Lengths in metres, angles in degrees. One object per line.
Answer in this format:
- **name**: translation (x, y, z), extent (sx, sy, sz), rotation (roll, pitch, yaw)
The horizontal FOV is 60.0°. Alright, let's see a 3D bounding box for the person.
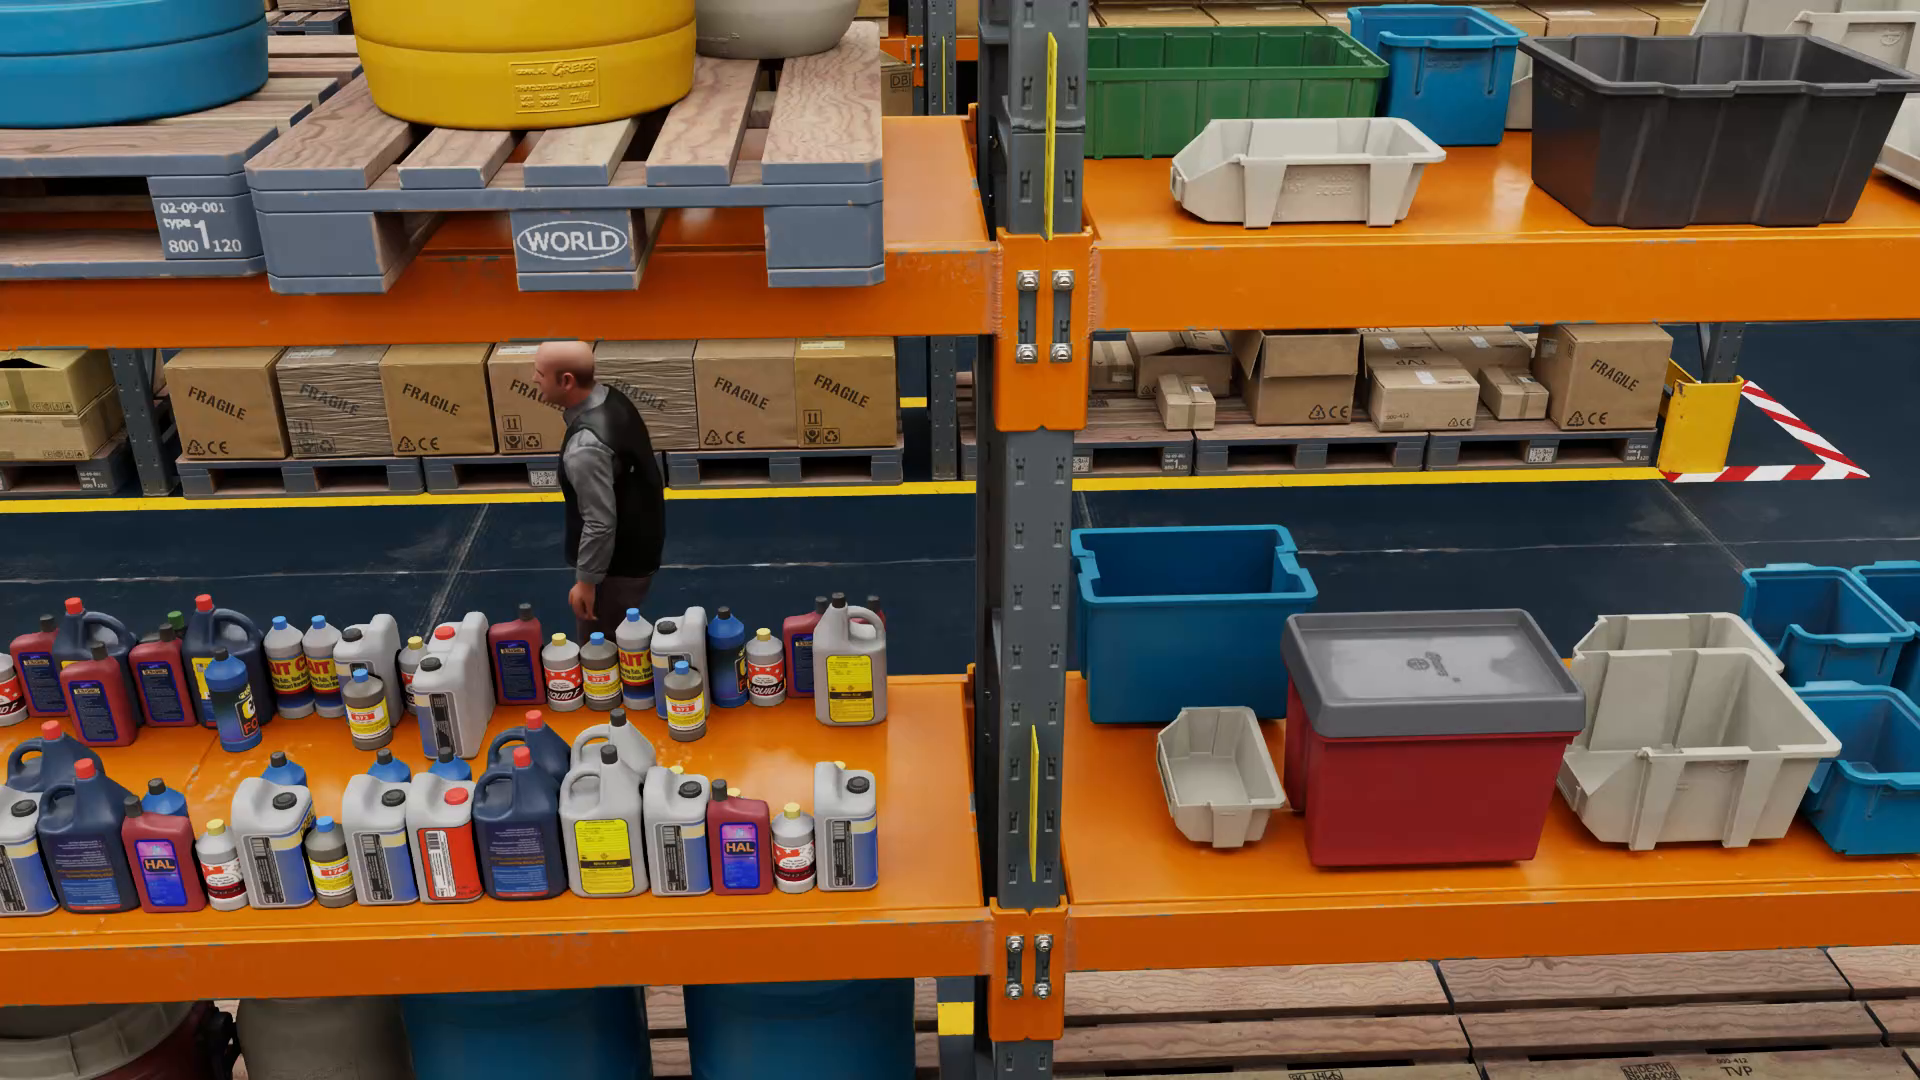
- **person**: translation (-1.261, 0.113, 6.039), extent (0.418, 1.617, 0.581), rotation (-1, 27, -2)
